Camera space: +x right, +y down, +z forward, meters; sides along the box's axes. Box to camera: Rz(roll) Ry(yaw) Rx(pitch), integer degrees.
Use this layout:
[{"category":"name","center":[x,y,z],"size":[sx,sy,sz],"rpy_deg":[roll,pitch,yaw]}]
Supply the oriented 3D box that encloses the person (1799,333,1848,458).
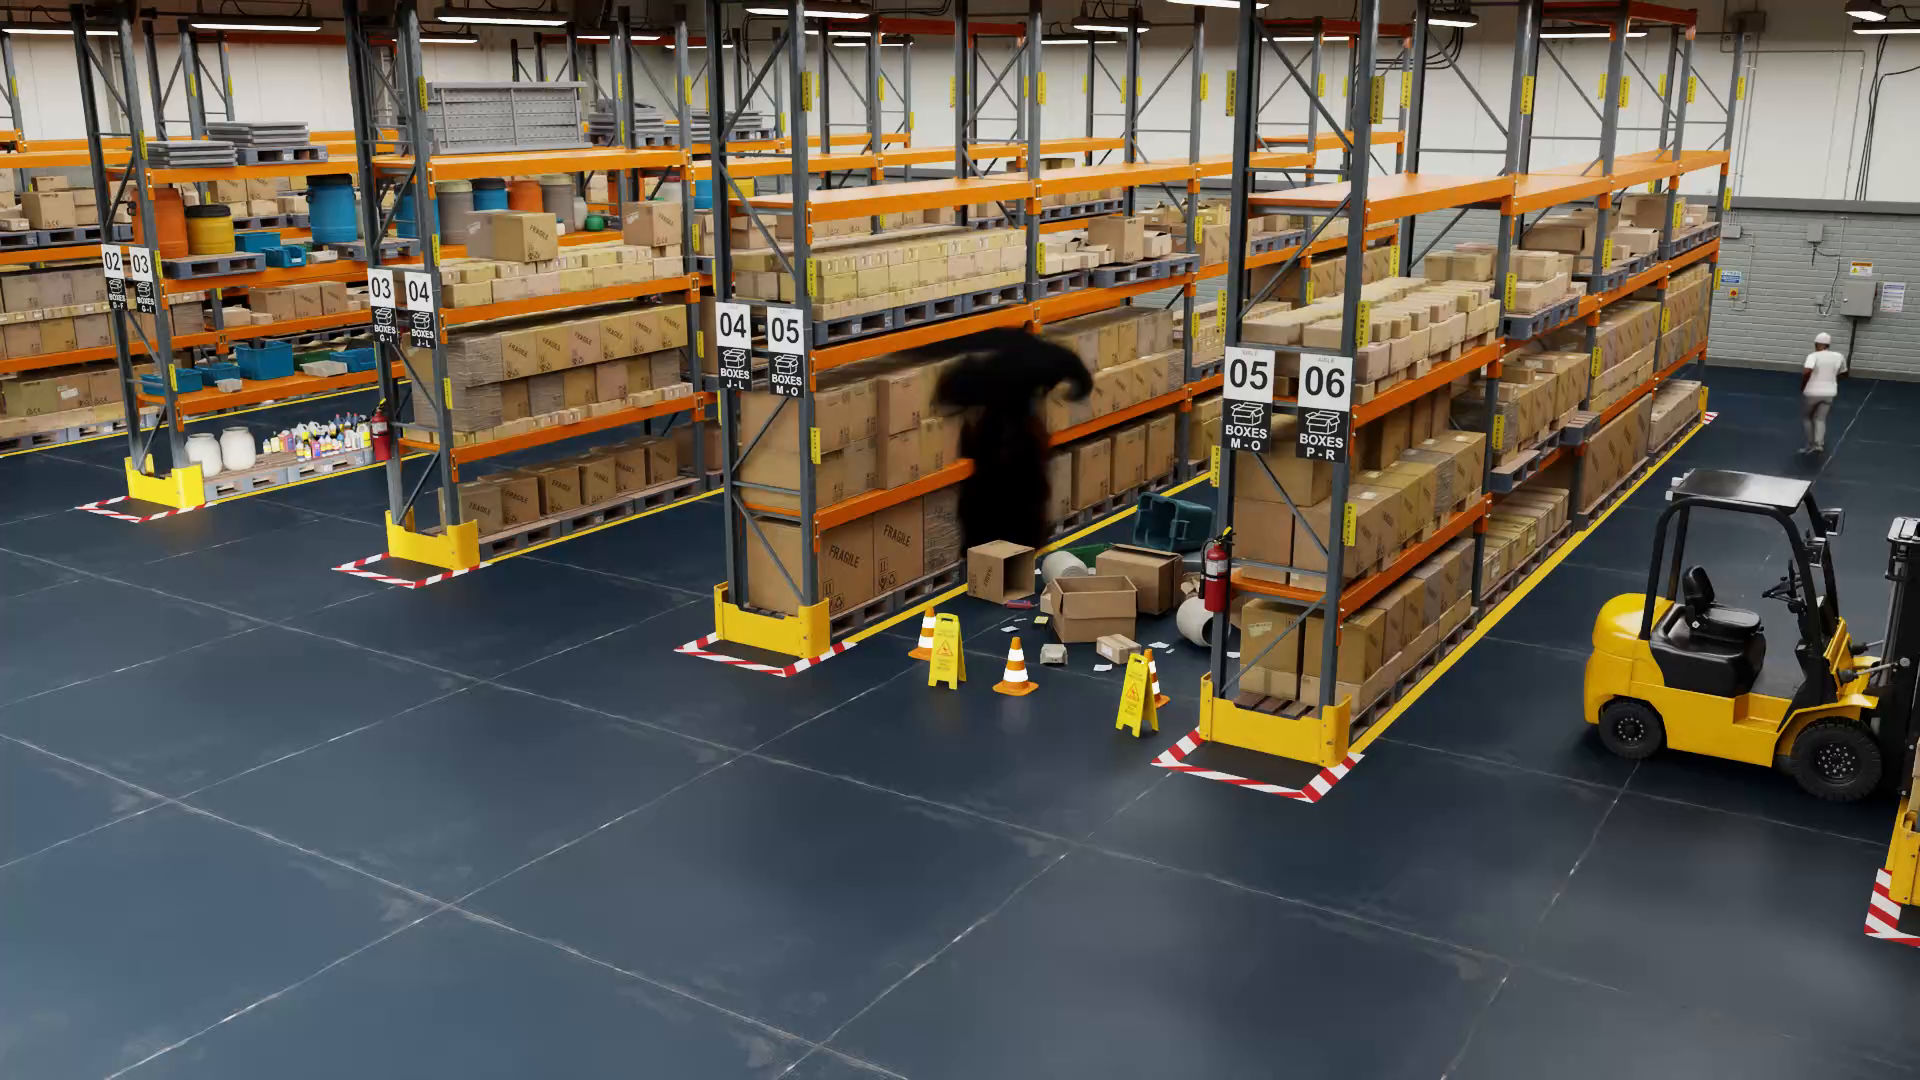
[{"category":"person","center":[12.004,-1.989,23.123],"size":[0.664,1.735,0.837],"rpy_deg":[3,16,9]}]
